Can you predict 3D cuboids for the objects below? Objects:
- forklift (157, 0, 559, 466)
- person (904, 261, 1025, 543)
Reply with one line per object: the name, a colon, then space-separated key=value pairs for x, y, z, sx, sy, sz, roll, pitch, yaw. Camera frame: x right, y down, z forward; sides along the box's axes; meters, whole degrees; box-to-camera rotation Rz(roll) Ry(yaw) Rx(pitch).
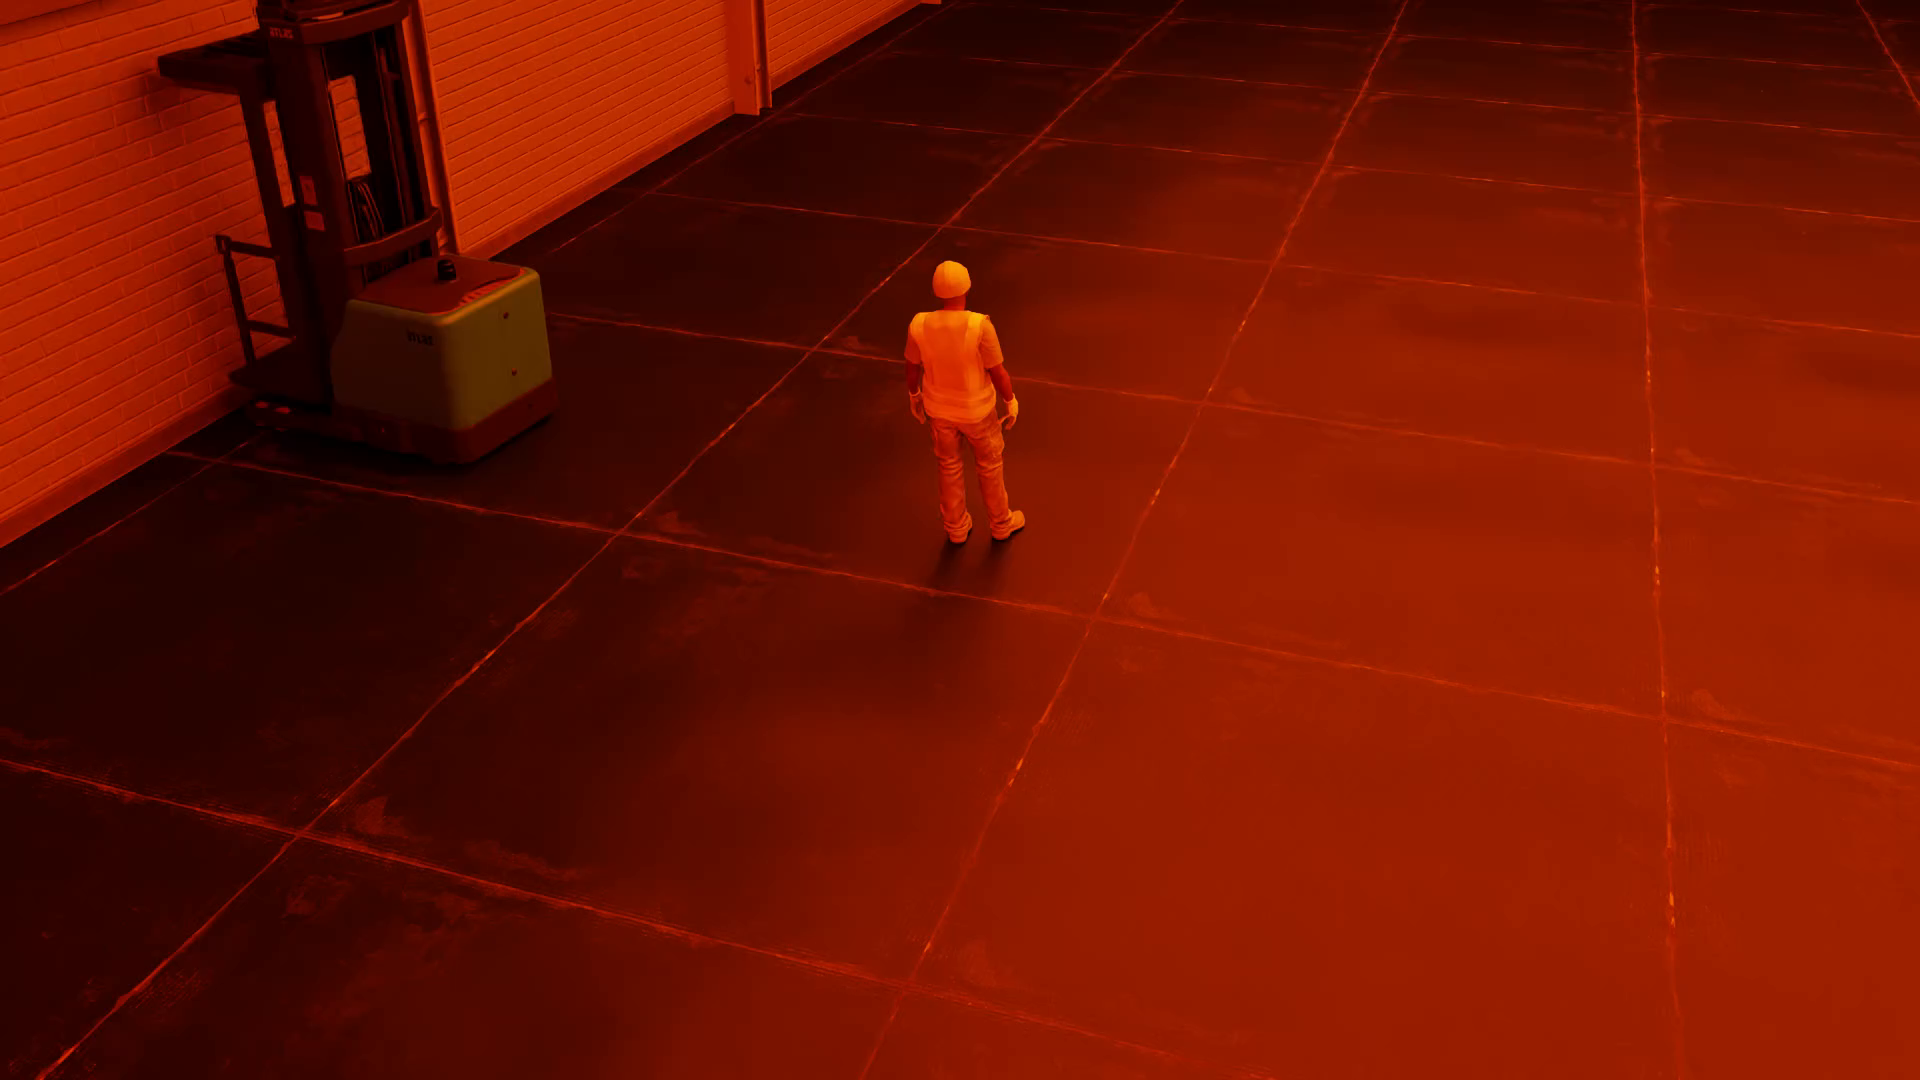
forklift: x=-4.353 y=-2.240 z=11.065 sx=3.031 sy=2.935 sz=1.130 roll=13 pitch=32 yaw=21
person: x=0.032 y=-0.814 z=9.708 sx=0.657 sy=1.785 sz=0.575 roll=10 pitch=31 yaw=16
